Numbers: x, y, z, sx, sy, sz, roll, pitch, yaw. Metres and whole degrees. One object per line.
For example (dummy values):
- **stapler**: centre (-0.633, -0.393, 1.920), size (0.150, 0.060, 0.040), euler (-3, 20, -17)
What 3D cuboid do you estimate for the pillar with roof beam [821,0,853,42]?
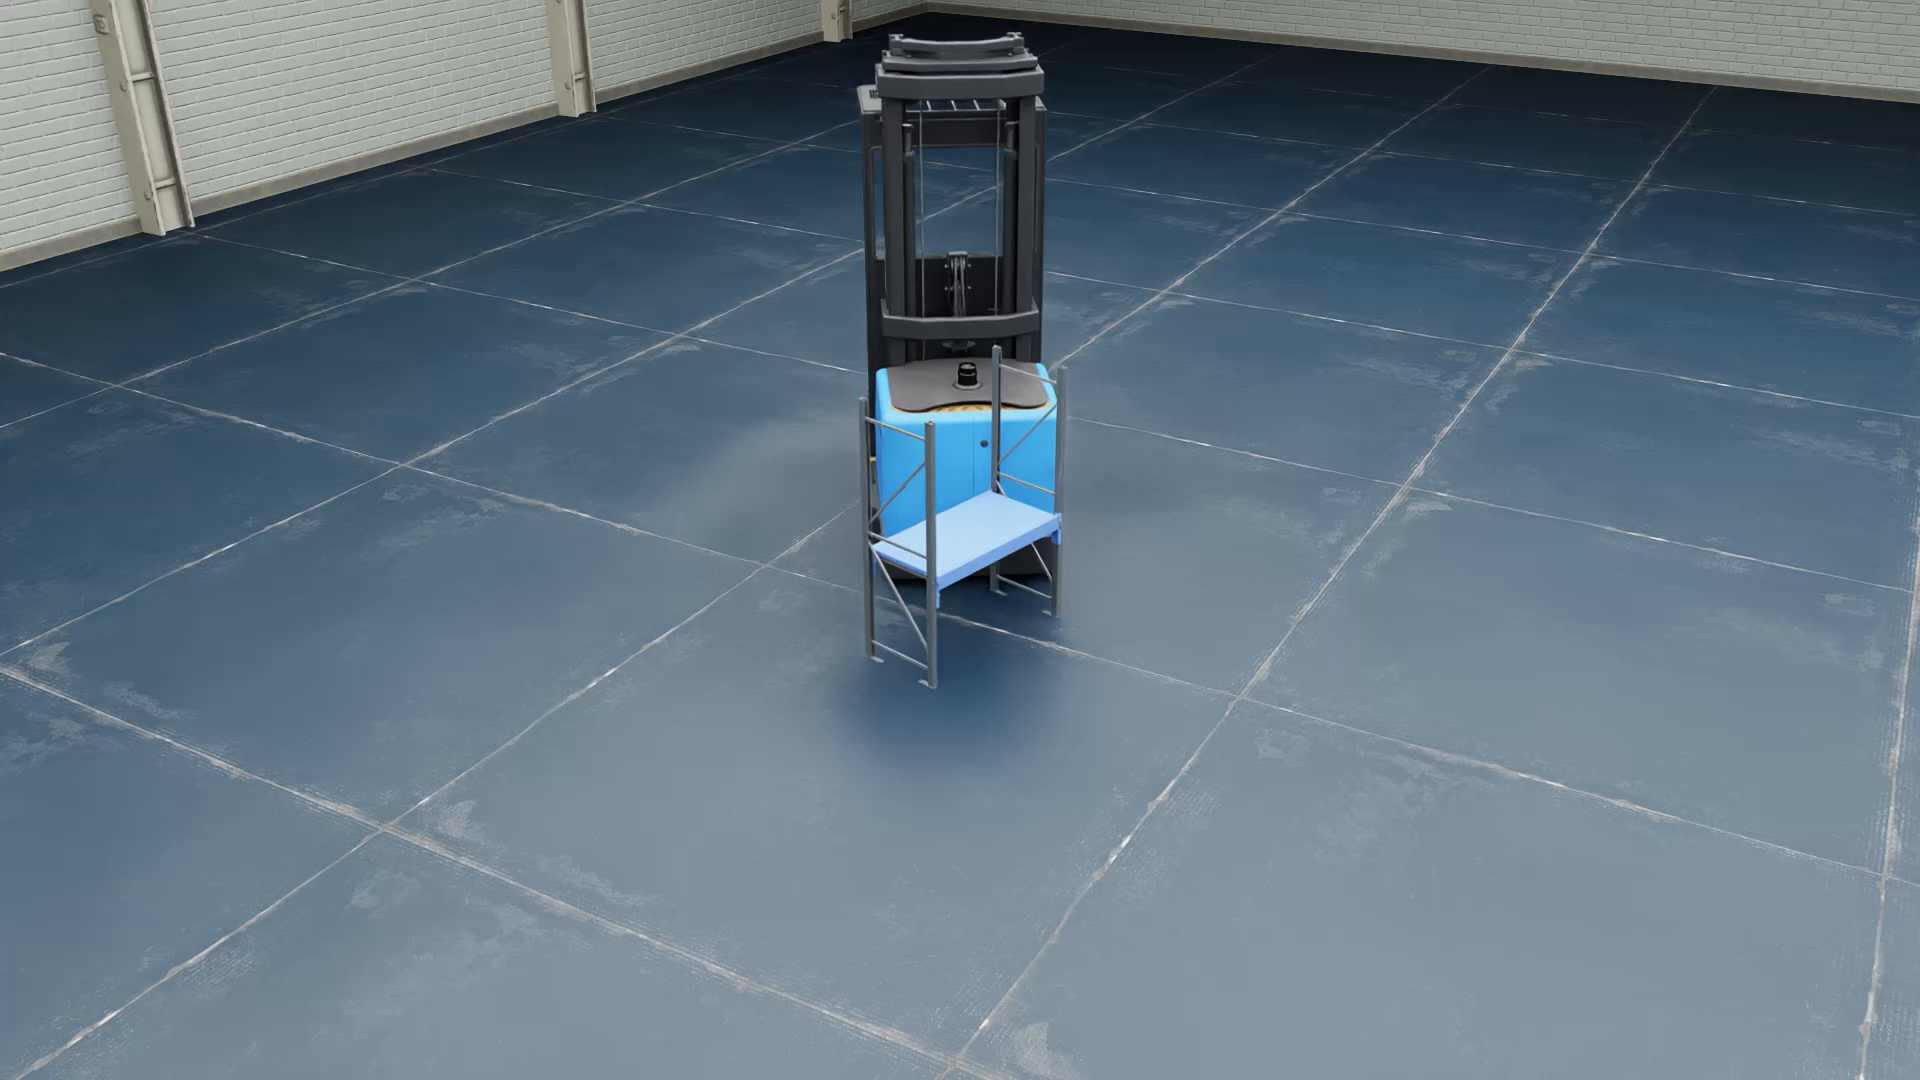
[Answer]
- **pillar with roof beam**: centre (1.853, -10.819, 21.811), size (9.100, 9.000, 0.400), euler (14, 30, 26)

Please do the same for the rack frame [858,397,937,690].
- **rack frame**: centre (-0.314, 0.033, 8.509), size (0.500, 1.500, 0.032), euler (22, 34, 37)

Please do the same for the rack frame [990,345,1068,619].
- **rack frame**: centre (0.369, -0.304, 9.182), size (0.500, 1.500, 0.032), euler (22, 34, 37)

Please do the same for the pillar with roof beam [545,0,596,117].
- **pillar with roof beam**: centre (-1.098, -8.481, 17.139), size (9.100, 9.000, 0.400), euler (14, 30, 26)

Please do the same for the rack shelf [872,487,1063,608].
- **rack shelf**: centre (0.028, 0.025, 8.926), size (0.538, 0.185, 1.000), euler (22, 34, 37)

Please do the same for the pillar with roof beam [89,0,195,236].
- **pillar with roof beam**: centre (-4.050, -6.143, 12.468), size (9.100, 9.000, 0.400), euler (14, 30, 26)

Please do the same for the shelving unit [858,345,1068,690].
- **shelving unit**: centre (0.028, -0.136, 8.845), size (0.538, 1.500, 1.048), euler (22, 34, 37)

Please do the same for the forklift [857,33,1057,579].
- **forklift**: centre (-0.058, -1.712, 10.395), size (1.130, 2.935, 3.031), euler (-2, 27, -5)
